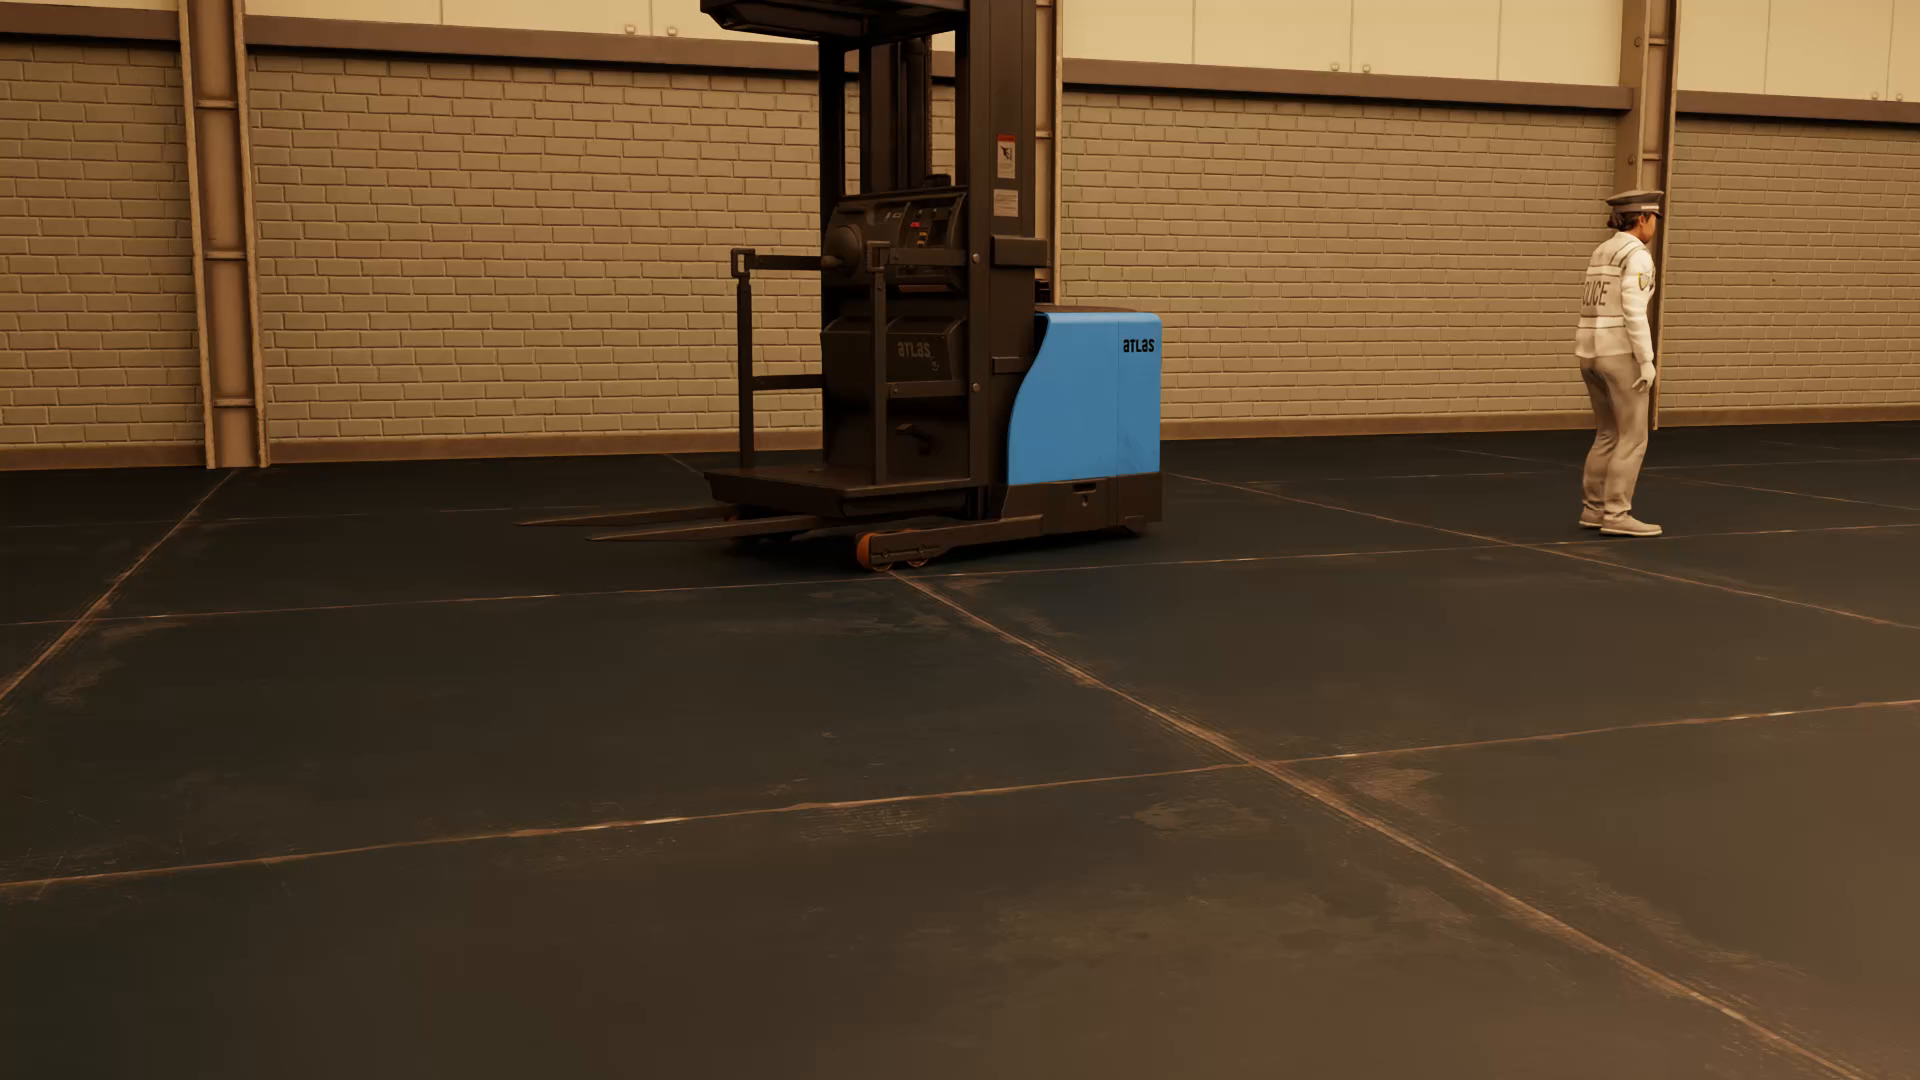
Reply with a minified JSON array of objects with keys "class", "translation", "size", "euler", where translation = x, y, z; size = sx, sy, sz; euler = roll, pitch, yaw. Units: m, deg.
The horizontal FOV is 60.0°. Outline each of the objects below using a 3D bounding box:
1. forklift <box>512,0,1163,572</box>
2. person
[{"class":"forklift","translation":[-0.461,-1.399,7.333],"size":[3.031,2.935,1.130],"euler":[-7,10,-40]},{"class":"person","translation":[3.217,-0.863,8.124],"size":[0.371,1.665,0.531],"euler":[-1,8,-5]}]
